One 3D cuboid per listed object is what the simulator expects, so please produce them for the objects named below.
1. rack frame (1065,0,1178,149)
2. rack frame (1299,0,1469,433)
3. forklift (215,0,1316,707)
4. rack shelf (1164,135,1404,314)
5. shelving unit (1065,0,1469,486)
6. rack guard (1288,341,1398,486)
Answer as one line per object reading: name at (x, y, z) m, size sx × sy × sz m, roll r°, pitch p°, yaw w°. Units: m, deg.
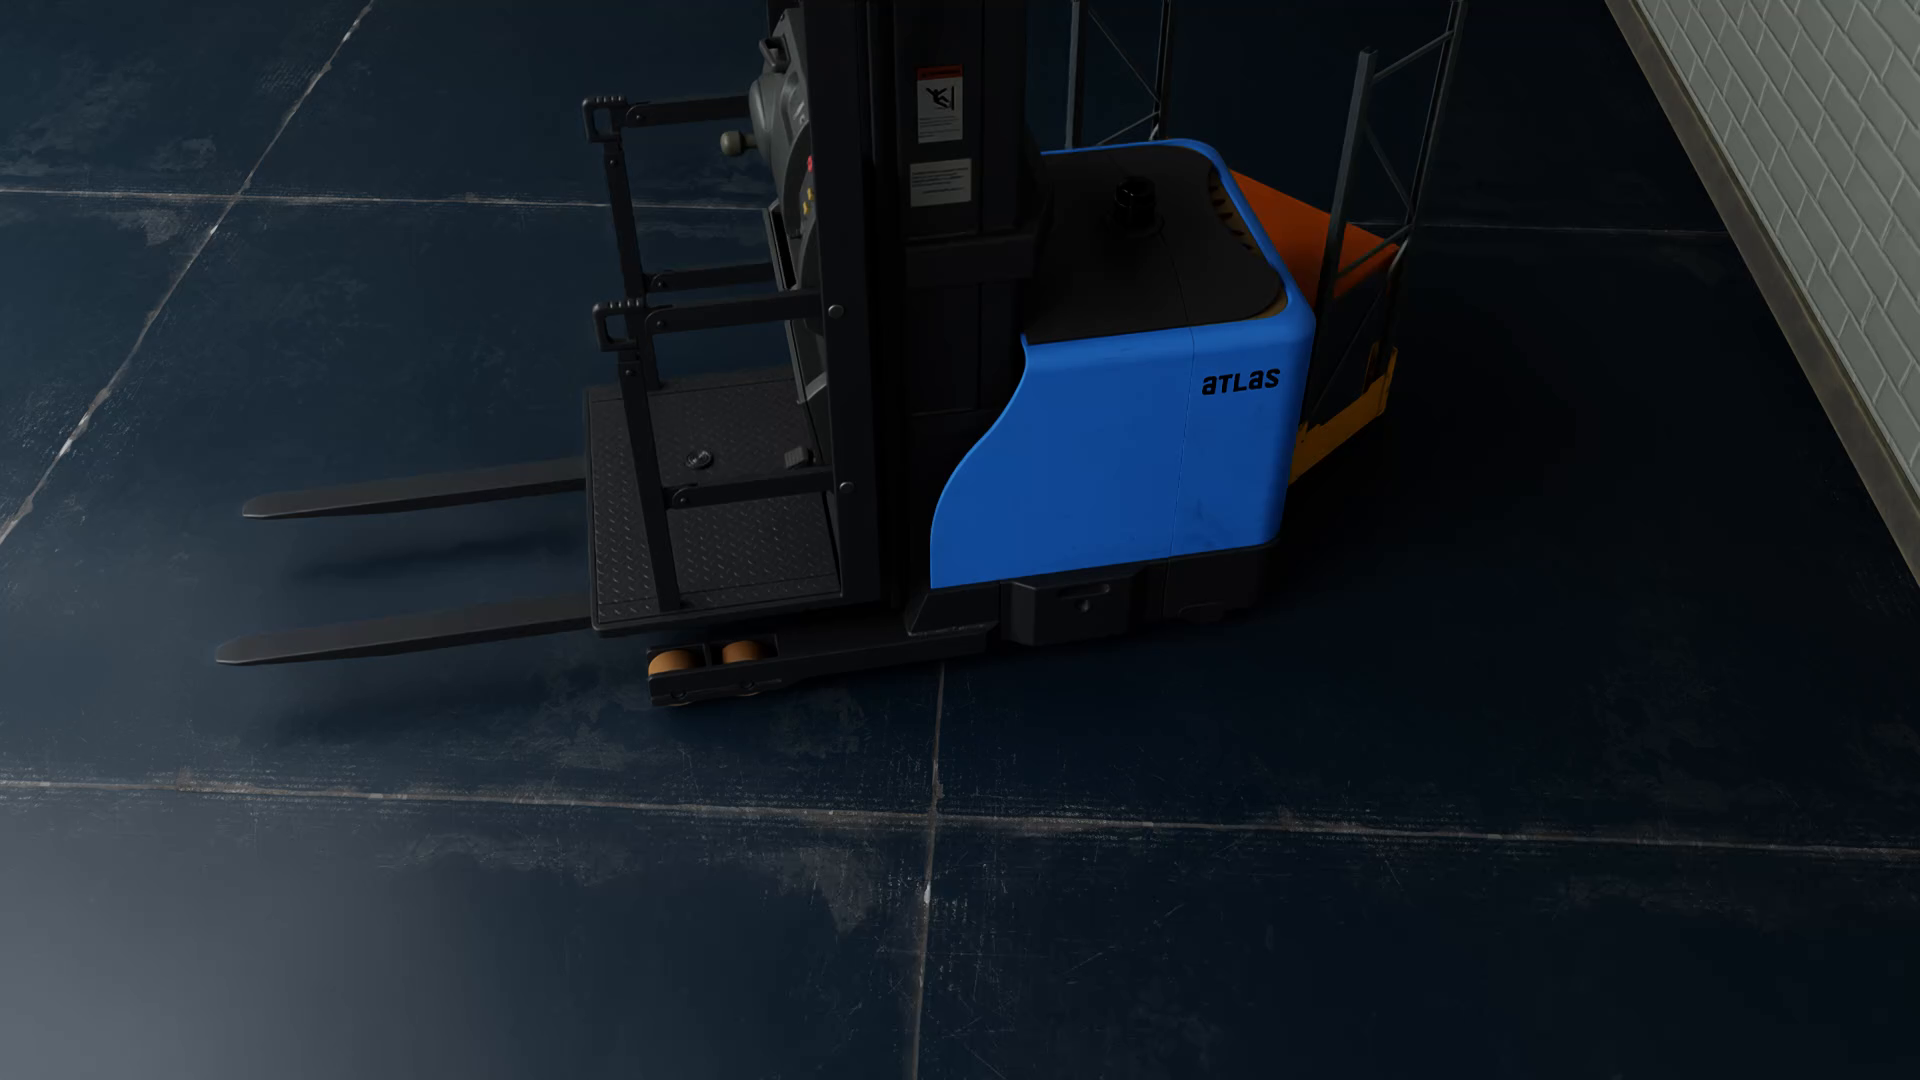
rack frame at (0.530, -1.357, 5.605) m, size 0.032 × 1.500 × 0.500 m, roll 34°, pitch 52°, yaw 31°
rack frame at (1.254, -0.871, 5.084) m, size 0.032 × 1.500 × 0.500 m, roll 34°, pitch 52°, yaw 31°
forklift at (-0.621, -0.992, 4.164) m, size 3.031 × 2.935 × 1.130 m, roll -7°, pitch 43°, yaw -8°
rack shelf at (0.892, -0.982, 5.467) m, size 1.000 × 0.185 × 0.538 m, roll 34°, pitch 52°, yaw 31°
shelving unit at (0.885, -1.119, 5.349) m, size 1.083 × 1.500 × 0.587 m, roll 34°, pitch 52°, yaw 31°
rack guard at (1.239, -0.422, 5.519) m, size 0.087 × 0.250 × 0.587 m, roll 34°, pitch 52°, yaw 31°
